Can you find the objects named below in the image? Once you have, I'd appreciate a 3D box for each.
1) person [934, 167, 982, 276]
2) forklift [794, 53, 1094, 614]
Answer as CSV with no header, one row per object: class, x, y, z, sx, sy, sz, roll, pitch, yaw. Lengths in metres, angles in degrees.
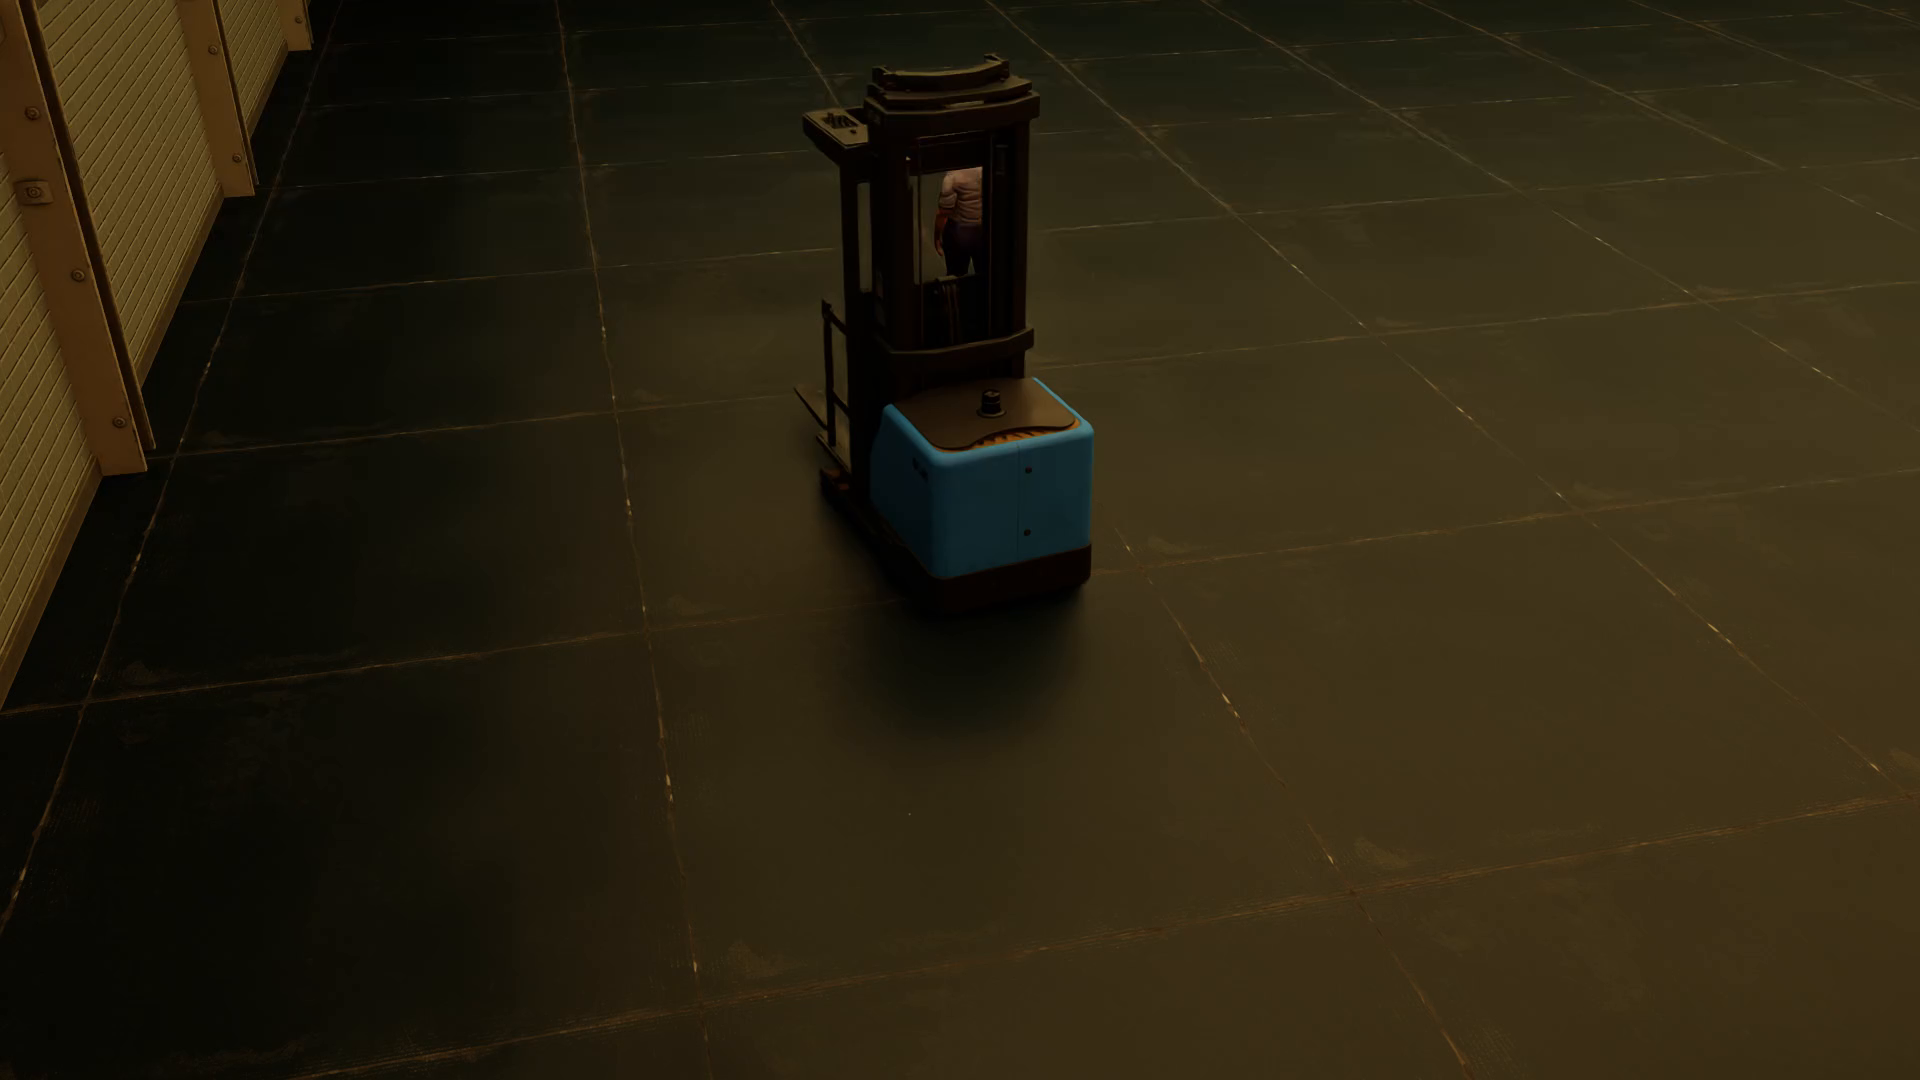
person,0.048,-2.377,12.960,0.590,1.645,0.495,-10,32,-17
forklift,-0.274,-1.559,10.268,1.130,2.935,3.031,-12,32,-20
